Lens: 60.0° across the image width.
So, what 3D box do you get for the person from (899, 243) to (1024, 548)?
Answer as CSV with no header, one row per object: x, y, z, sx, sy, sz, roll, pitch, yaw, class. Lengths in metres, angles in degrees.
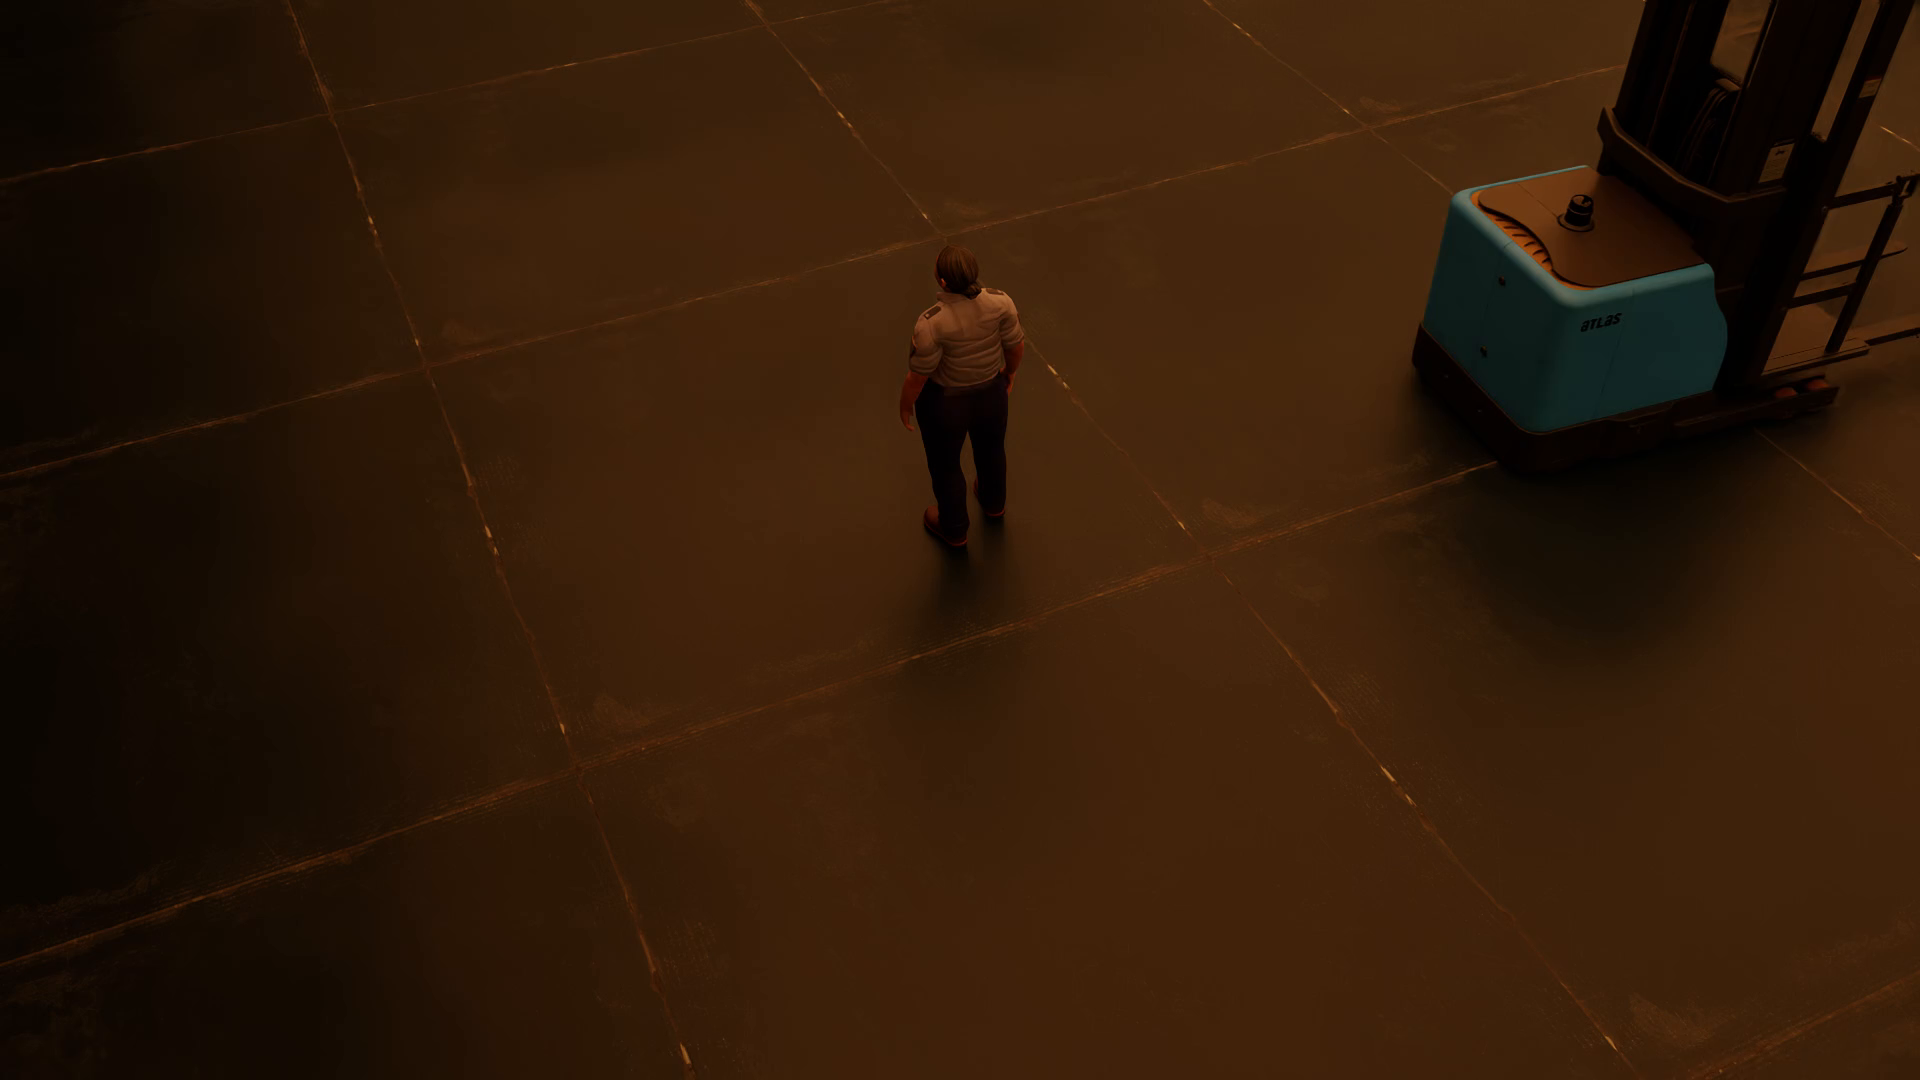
-0.017,-0.670,7.328,0.598,1.651,0.502,-18,46,-18,person

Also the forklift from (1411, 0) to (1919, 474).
3.943,-2.011,7.835,3.031,2.935,1.130,-14,45,-14,forklift
